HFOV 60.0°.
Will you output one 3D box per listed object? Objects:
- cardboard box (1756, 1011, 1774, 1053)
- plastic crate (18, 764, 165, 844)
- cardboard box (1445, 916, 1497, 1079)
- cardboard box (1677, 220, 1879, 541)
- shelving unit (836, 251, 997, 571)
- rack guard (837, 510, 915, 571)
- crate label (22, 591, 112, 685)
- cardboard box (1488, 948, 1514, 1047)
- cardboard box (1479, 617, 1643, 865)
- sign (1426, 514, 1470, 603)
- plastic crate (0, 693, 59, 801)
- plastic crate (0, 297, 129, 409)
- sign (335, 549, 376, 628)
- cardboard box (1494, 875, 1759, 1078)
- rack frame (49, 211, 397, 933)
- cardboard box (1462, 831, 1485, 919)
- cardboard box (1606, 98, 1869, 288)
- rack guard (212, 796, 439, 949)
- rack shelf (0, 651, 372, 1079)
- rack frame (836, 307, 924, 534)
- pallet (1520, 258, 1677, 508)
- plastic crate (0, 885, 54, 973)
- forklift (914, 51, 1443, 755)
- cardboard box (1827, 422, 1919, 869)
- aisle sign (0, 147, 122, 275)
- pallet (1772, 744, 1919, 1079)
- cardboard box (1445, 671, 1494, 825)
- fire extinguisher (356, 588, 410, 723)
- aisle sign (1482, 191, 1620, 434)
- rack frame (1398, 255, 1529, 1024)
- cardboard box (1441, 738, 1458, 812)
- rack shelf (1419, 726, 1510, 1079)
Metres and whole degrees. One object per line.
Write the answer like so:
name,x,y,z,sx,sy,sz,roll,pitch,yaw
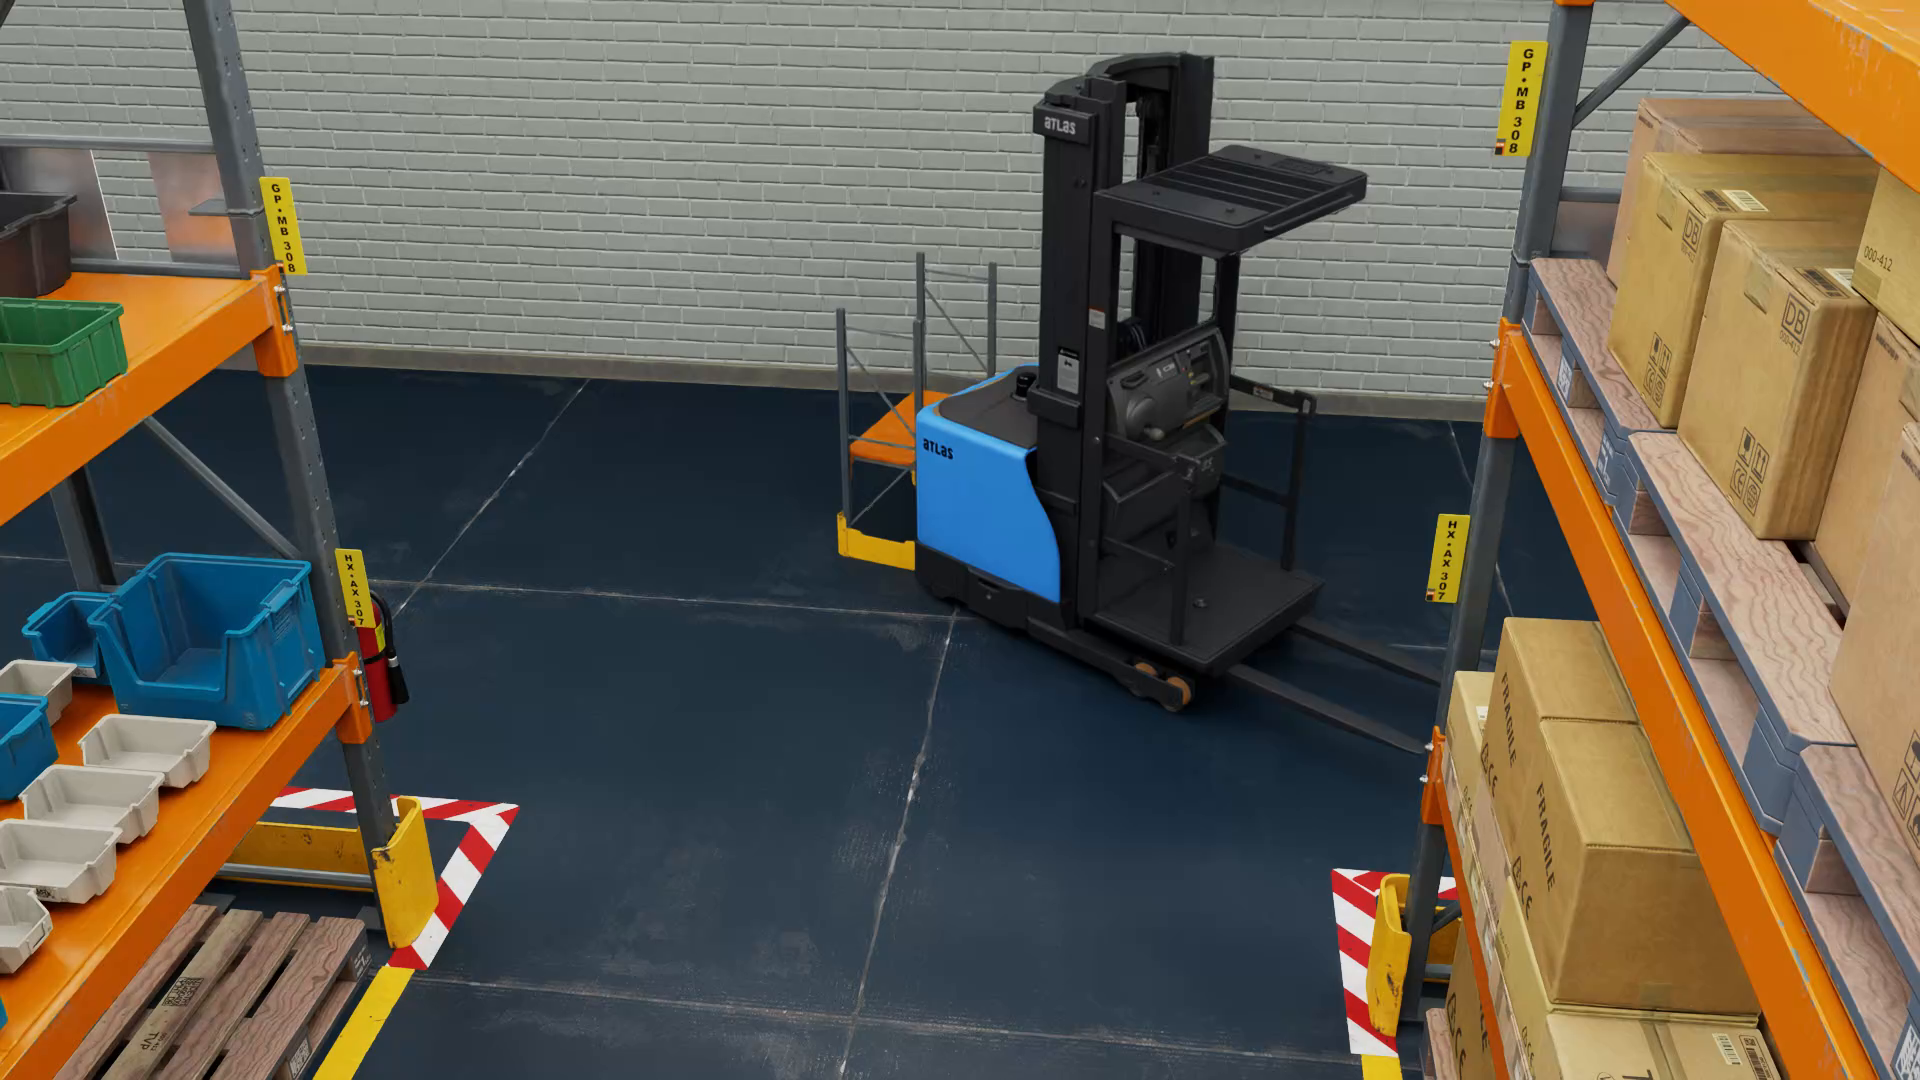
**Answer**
cardboard box,2.235,1.171,4.259,0.500,0.250,0.500,2,28,4
plastic crate,-2.730,0.845,5.233,0.396,0.136,0.243,3,28,6
cardboard box,2.157,1.570,5.470,0.875,0.875,0.875,3,28,6
cardboard box,1.941,-0.328,3.380,0.700,0.500,0.500,1,28,3
shelving unit,-0.222,-0.757,9.574,0.587,1.500,1.083,12,30,21
rack guard,-0.422,0.009,9.469,0.587,0.250,0.087,12,30,21
crate label,-3.117,0.370,6.014,0.416,0.233,0.303,3,28,6
cardboard box,1.661,1.256,4.521,0.380,0.149,0.250,3,28,5
cardboard box,1.768,0.564,4.594,0.500,0.500,0.500,3,28,5
sign,1.606,0.063,5.475,0.100,0.325,0.005,3,28,6
plastic crate,-3.197,0.680,5.438,0.416,0.233,0.300,3,28,6
plastic crate,-2.597,-0.521,4.614,0.450,0.188,0.336,3,28,6
sign,-2.212,0.178,6.084,0.100,0.325,0.005,3,28,6
cardboard box,1.707,1.140,4.315,0.500,0.250,0.500,2,28,4
rack frame,-2.760,0.226,6.168,1.000,3.000,0.127,3,28,6
cardboard box,1.724,1.014,4.971,0.380,0.149,0.250,3,28,5
cardboard box,2.145,-0.832,4.315,0.700,0.500,0.500,2,28,3
rack guard,-2.770,1.314,6.783,1.175,0.500,0.348,3,28,6
rack shelf,-3.005,1.484,4.591,1.077,0.370,4.000,3,28,6
rack frame,-0.430,-0.532,9.157,0.500,1.500,0.032,12,30,21
pallet,2.075,-0.418,4.294,1.003,0.211,1.213,3,28,6
plastic crate,-2.758,1.118,4.726,0.298,0.136,0.250,3,28,6
forklift,1.180,-0.728,8.011,3.031,2.935,1.130,23,36,36
cardboard box,1.772,0.178,2.440,0.700,0.500,0.500,5,29,9
aisle sign,-3.046,-0.970,5.647,0.394,0.787,0.004,3,28,6
pallet,1.776,0.731,2.162,1.003,0.211,1.213,3,28,6
cardboard box,1.829,0.659,5.209,0.500,0.250,0.500,3,28,5
fire extinguisher,-2.290,0.379,6.358,0.296,0.674,0.183,3,28,6
aisle sign,1.867,-0.682,5.113,0.394,0.787,0.004,3,28,6
rack frame,2.156,0.514,5.634,1.000,3.000,0.127,3,28,6
cardboard box,1.785,0.772,5.419,0.380,0.149,0.250,4,29,7
rack shelf,1.911,1.772,4.057,1.077,0.370,4.000,3,28,6
